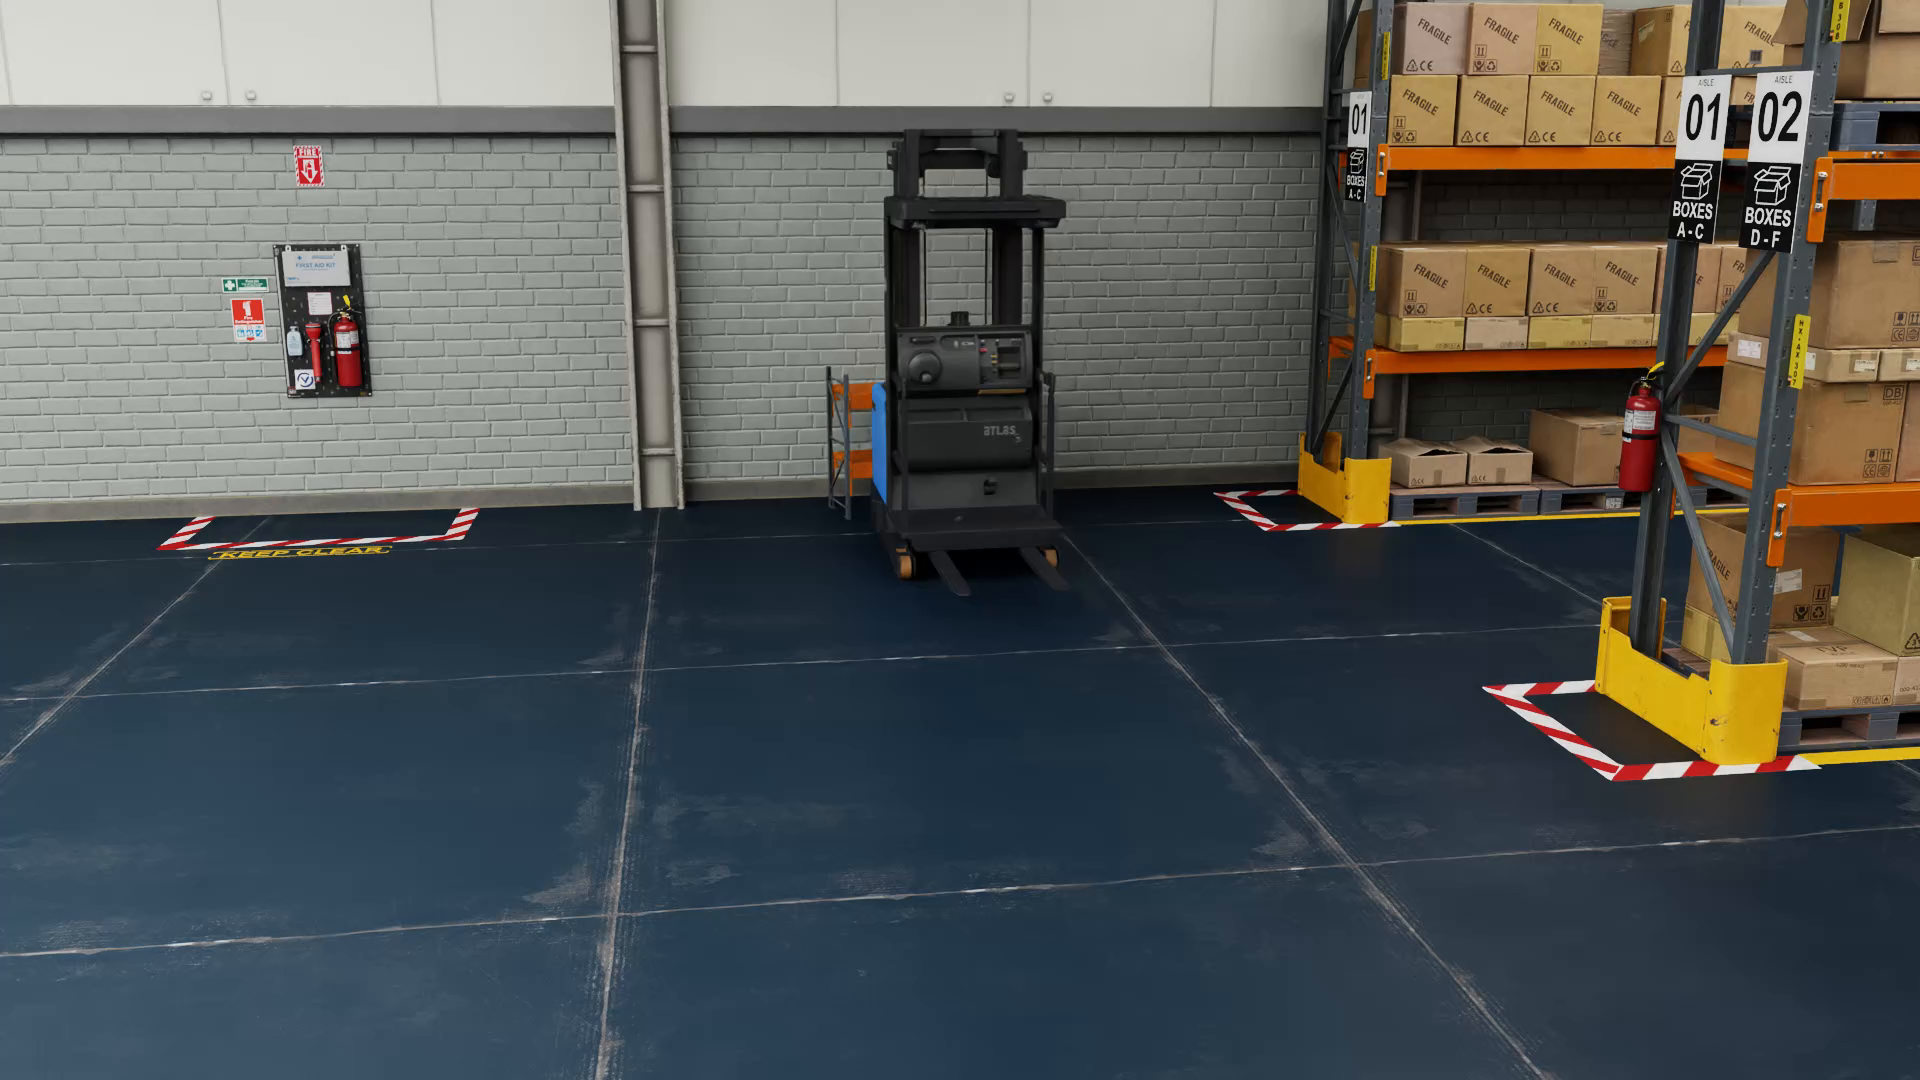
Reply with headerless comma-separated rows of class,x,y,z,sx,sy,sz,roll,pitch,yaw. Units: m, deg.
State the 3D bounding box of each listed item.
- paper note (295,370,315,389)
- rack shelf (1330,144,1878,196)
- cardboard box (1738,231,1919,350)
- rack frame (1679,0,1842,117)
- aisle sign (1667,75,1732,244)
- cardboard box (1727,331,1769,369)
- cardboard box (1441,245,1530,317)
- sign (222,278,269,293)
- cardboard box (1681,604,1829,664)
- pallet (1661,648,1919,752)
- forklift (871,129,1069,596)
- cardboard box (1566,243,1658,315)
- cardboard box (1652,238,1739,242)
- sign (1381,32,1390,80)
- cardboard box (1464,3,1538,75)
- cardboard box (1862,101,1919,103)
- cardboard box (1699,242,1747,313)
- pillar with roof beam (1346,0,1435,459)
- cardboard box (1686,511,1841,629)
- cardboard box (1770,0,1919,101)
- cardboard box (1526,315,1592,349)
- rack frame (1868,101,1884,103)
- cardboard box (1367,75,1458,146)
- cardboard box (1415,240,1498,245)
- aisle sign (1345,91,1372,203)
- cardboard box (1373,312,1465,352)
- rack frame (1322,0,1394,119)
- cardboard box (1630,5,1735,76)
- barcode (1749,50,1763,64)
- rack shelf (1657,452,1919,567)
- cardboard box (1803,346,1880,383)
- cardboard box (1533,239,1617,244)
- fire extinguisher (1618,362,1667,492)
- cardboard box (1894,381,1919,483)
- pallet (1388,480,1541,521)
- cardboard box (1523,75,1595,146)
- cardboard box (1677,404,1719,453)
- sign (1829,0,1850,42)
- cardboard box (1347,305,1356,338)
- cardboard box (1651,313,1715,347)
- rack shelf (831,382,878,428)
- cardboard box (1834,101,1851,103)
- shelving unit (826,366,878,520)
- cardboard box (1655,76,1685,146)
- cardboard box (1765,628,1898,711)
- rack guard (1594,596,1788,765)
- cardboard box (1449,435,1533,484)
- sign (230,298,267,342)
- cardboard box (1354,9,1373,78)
paper note,-5.039,-1.235,12.791,0.142,0.148,0.016,-2,14,-8
rack shelf,4.943,-2.895,12.911,4.000,0.370,1.077,-2,14,-8
cardboard box,4.223,-1.219,8.042,0.500,0.500,0.700,-2,14,-8
rack frame,3.707,-3.435,7.419,0.127,3.000,1.000,-2,14,-8
aisle sign,3.598,-1.854,8.105,0.004,0.787,0.394,-2,14,-8
cardboard box,4.057,-0.948,8.296,0.250,0.149,0.380,-2,14,-9
cardboard box,3.973,-1.978,12.667,0.500,0.500,0.500,-2,14,-8
sign,-5.410,-1.929,12.585,0.331,0.109,0.001,-2,14,-8
cardboard box,4.193,0.514,8.793,0.500,0.250,0.500,-2,14,-8
pallet,4.457,0.790,8.639,1.213,0.211,1.003,-2,14,-8
forklift,0.074,-1.250,11.180,1.130,2.935,3.031,-2,14,-9
cardboard box,4.993,-2.016,12.821,0.500,0.500,0.500,-2,14,-7
cardboard box,5.913,-2.177,13.464,0.500,0.500,0.500,-2,14,-9
sign,3.046,-3.465,11.908,0.005,0.325,0.100,-2,14,-8
cardboard box,3.886,-3.676,12.245,0.500,0.500,0.500,-2,14,-9
cardboard box,7.473,-3.569,13.052,0.500,0.500,0.500,0,14,0
cardboard box,6.007,-2.051,12.960,0.500,0.500,0.500,-2,14,-9
pillar with roof beam,4.170,-3.824,8.972,0.400,9.000,9.100,-2,14,-8
cardboard box,4.193,0.150,8.704,0.500,0.500,0.500,-2,14,-8
cardboard box,4.276,-2.321,7.782,0.637,0.503,0.797,-1,14,-4
cardboard box,4.511,-1.634,12.838,0.500,0.250,0.500,-2,14,-9
rack frame,6.921,-4.771,12.748,0.127,3.000,1.000,-2,14,-8
cardboard box,3.333,-3.182,12.329,0.500,0.500,0.500,-2,14,-7
cardboard box,3.899,-2.101,13.160,0.500,0.500,0.500,-2,14,-8
aisle sign,2.939,-2.903,12.285,0.004,0.787,0.394,-2,14,-8
cardboard box,3.495,-1.595,12.681,0.500,0.250,0.500,-3,14,-10
rack frame,2.965,-4.626,12.170,0.127,3.000,1.000,-2,14,-8
cardboard box,5.411,-3.732,12.469,0.500,0.500,0.500,-3,14,-10
barcode,3.934,-2.388,8.220,0.075,0.075,0.001,-2,14,-8
rack shelf,5.685,-0.249,8.525,4.000,0.370,1.077,-2,14,-8
cardboard box,4.127,-0.851,7.908,0.250,0.149,0.380,-2,14,-9
cardboard box,4.908,-2.139,13.311,0.500,0.500,0.500,-2,14,-8
fire extinguisher,3.521,-0.595,8.587,0.183,0.674,0.296,-2,14,-8
cardboard box,4.689,-0.608,8.272,0.500,0.500,0.700,-2,14,-7
pallet,3.849,-0.388,13.333,1.213,0.211,1.003,-2,14,-8
cardboard box,4.383,-3.212,12.451,0.500,0.500,0.500,-1,14,-6
cardboard box,5.900,-0.815,13.540,0.500,0.500,0.500,-3,14,-13
sign,3.784,-2.309,7.135,0.005,0.325,0.100,-2,14,-8
cardboard box,3.399,-1.717,13.169,0.500,0.250,0.500,-2,14,-7
cardboard box,5.509,-1.670,12.983,0.500,0.250,0.500,-2,14,-9
rack shelf,-0.473,-1.089,13.049,1.000,0.278,0.538,-5,15,-21
cardboard box,6.456,-3.297,12.788,0.500,0.500,0.500,-2,14,-7
shelving unit,-0.473,-0.805,13.120,1.048,1.125,0.538,-5,15,-21
cardboard box,5.414,-3.252,12.611,0.500,0.500,0.500,-3,14,-11
cardboard box,4.271,0.639,8.296,0.500,0.250,0.500,-2,14,-8
rack guard,3.683,0.688,8.450,0.348,0.500,1.175,-2,14,-8
cardboard box,4.227,-0.650,13.269,0.500,0.311,0.500,-1,14,-4
sign,-5.416,-1.674,12.658,0.234,0.329,0.001,-2,14,-8
cardboard box,3.353,-3.793,12.712,0.500,0.500,0.500,-1,14,-6
